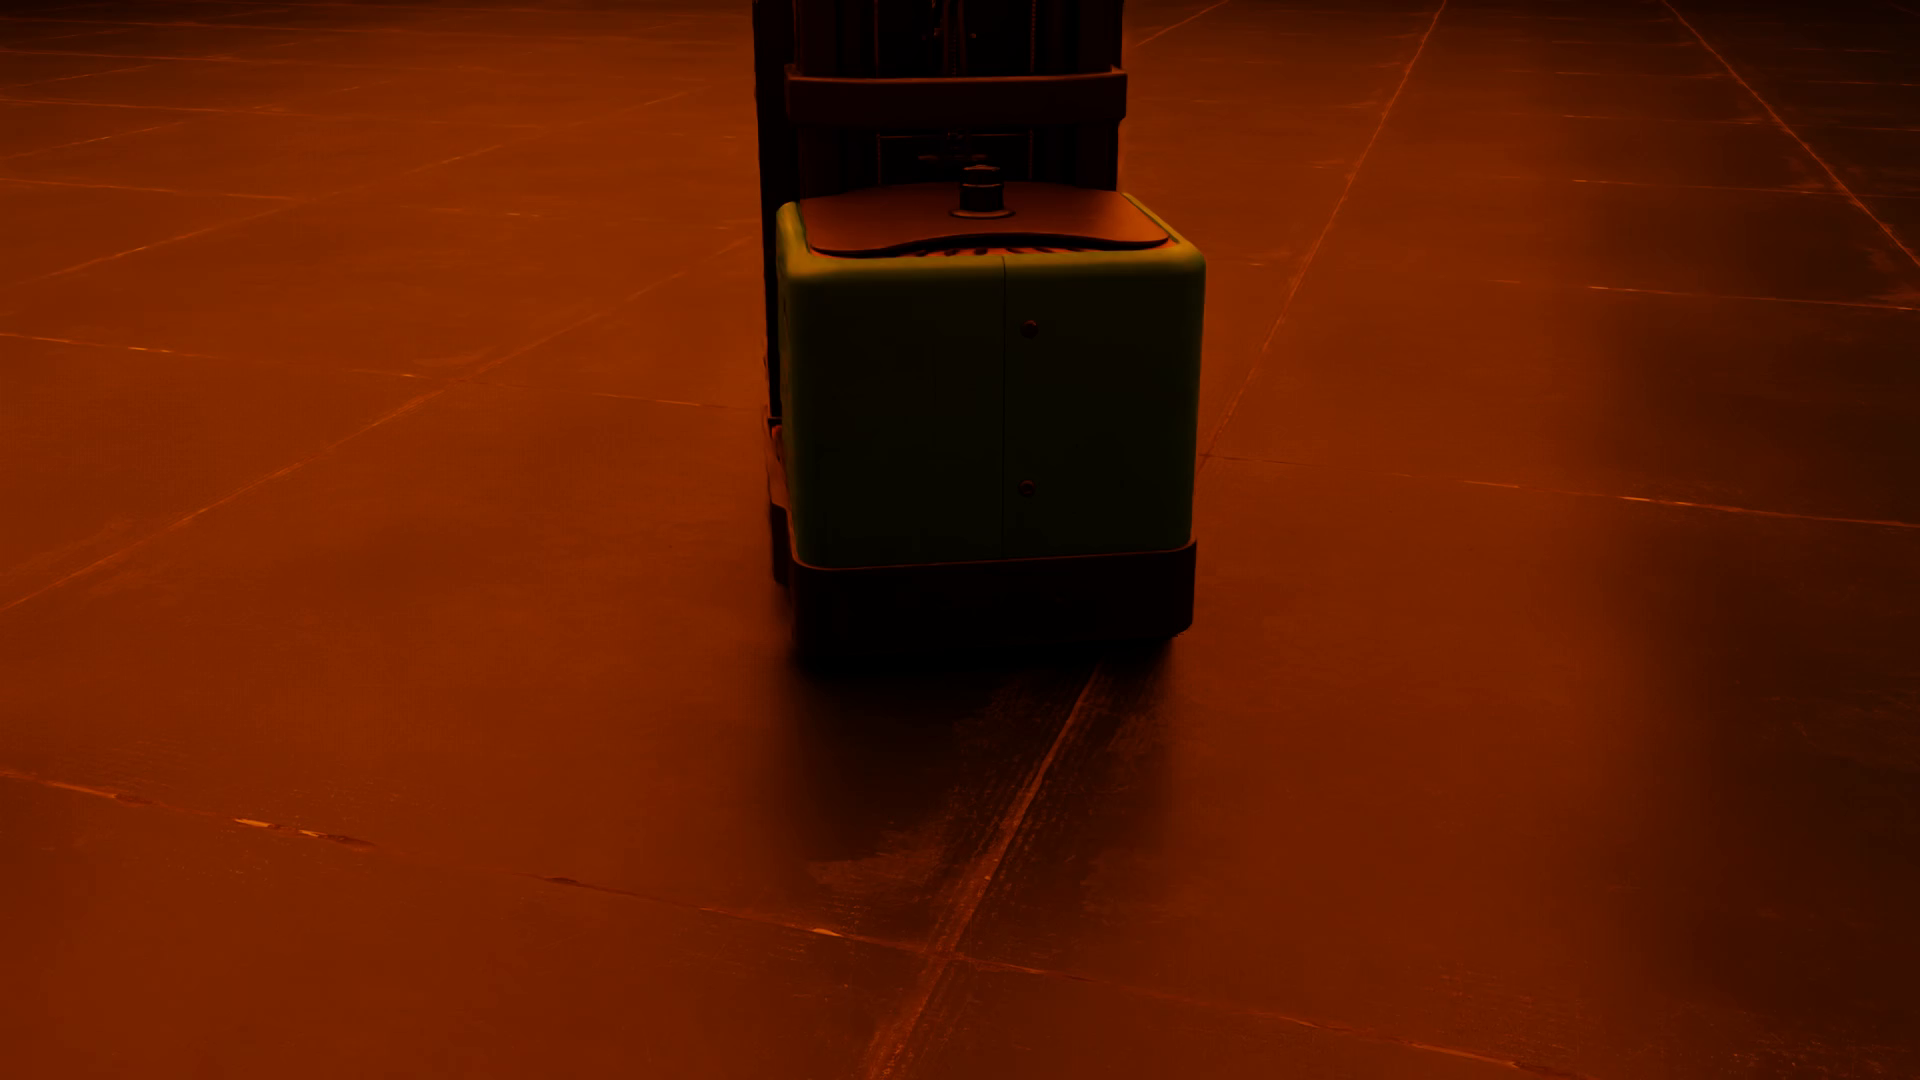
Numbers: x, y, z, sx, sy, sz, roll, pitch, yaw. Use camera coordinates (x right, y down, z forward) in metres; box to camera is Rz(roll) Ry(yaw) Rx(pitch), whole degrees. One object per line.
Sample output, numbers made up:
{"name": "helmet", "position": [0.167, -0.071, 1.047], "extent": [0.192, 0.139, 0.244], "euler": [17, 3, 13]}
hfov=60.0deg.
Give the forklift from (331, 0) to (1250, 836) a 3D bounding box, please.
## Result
{"name": "forklift", "position": [-0.268, -1.149, 4.063], "extent": [1.130, 2.935, 3.031], "euler": [13, 26, 28]}
